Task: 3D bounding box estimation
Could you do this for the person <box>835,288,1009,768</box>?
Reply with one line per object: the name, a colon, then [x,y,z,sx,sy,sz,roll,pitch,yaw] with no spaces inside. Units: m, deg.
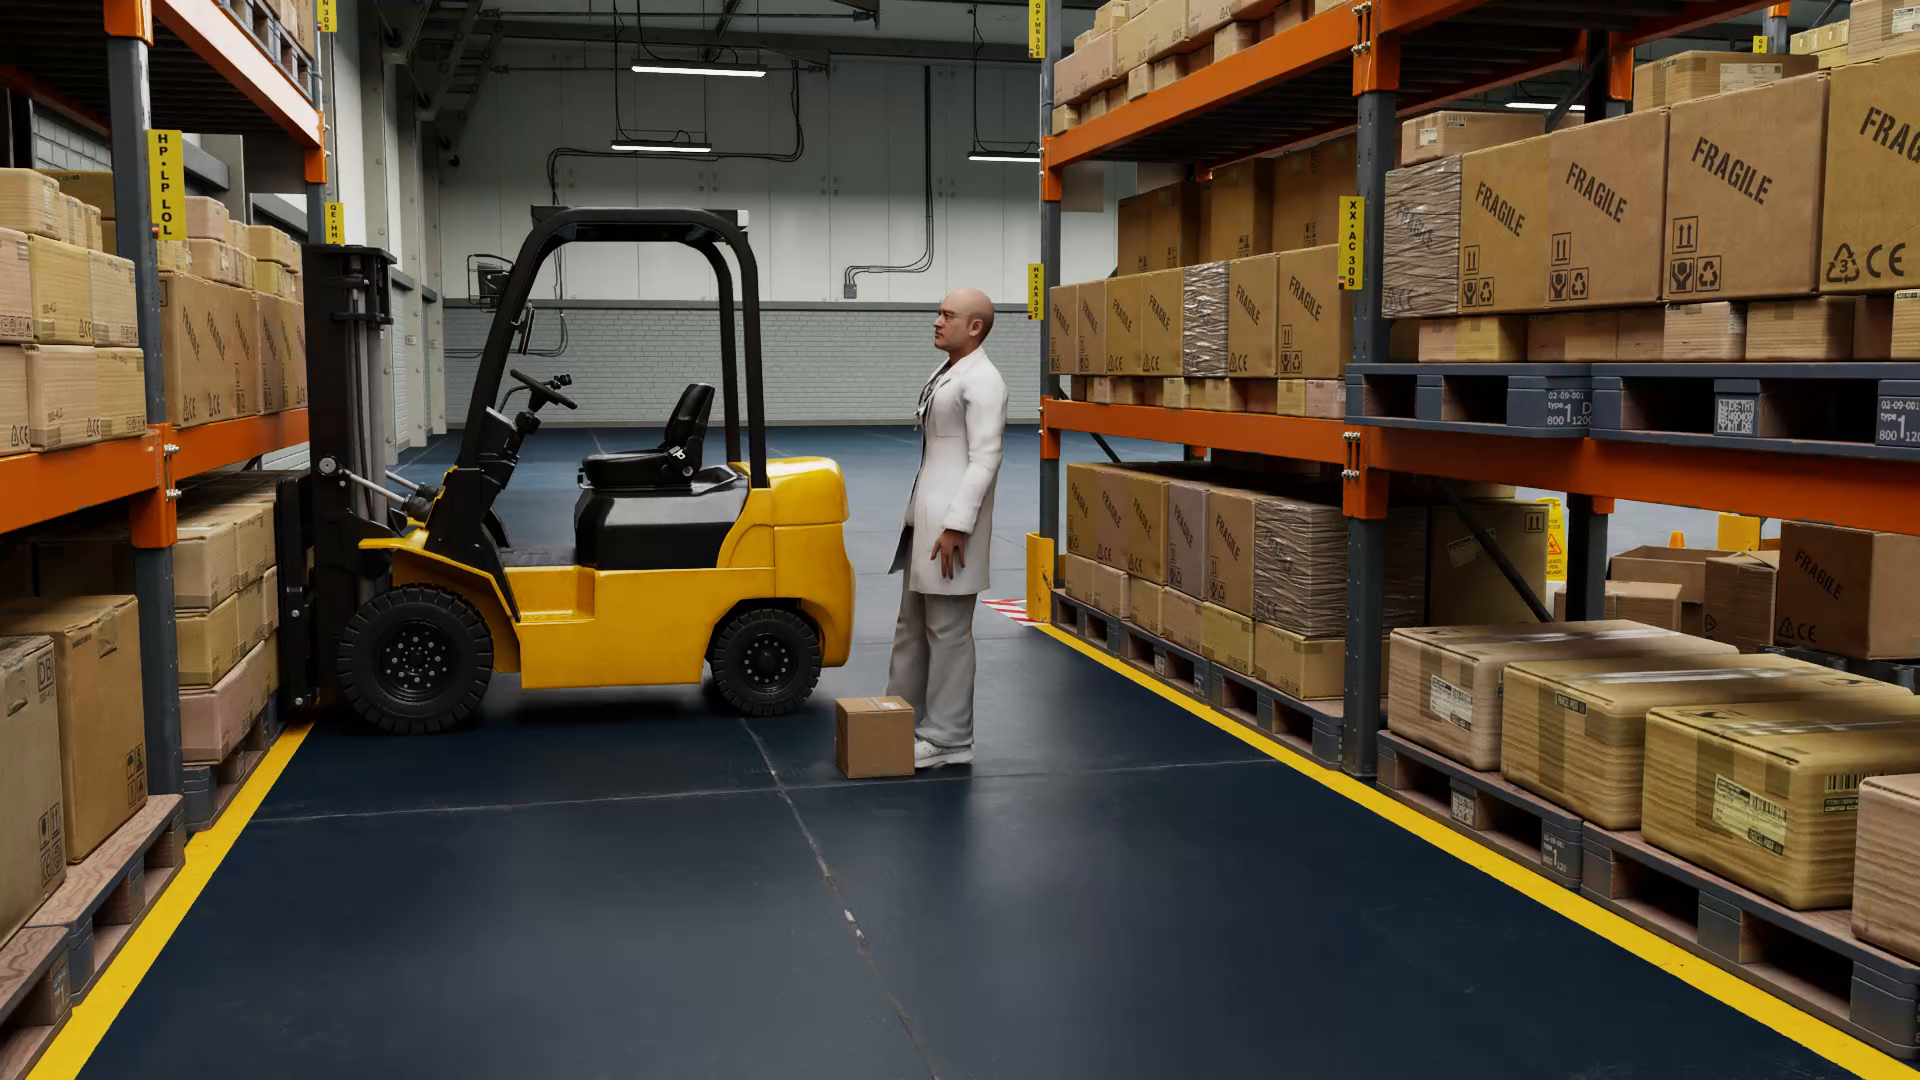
person: [-0.139,-0.042,6.192,0.579,1.777,0.698,-1,6,-14]
